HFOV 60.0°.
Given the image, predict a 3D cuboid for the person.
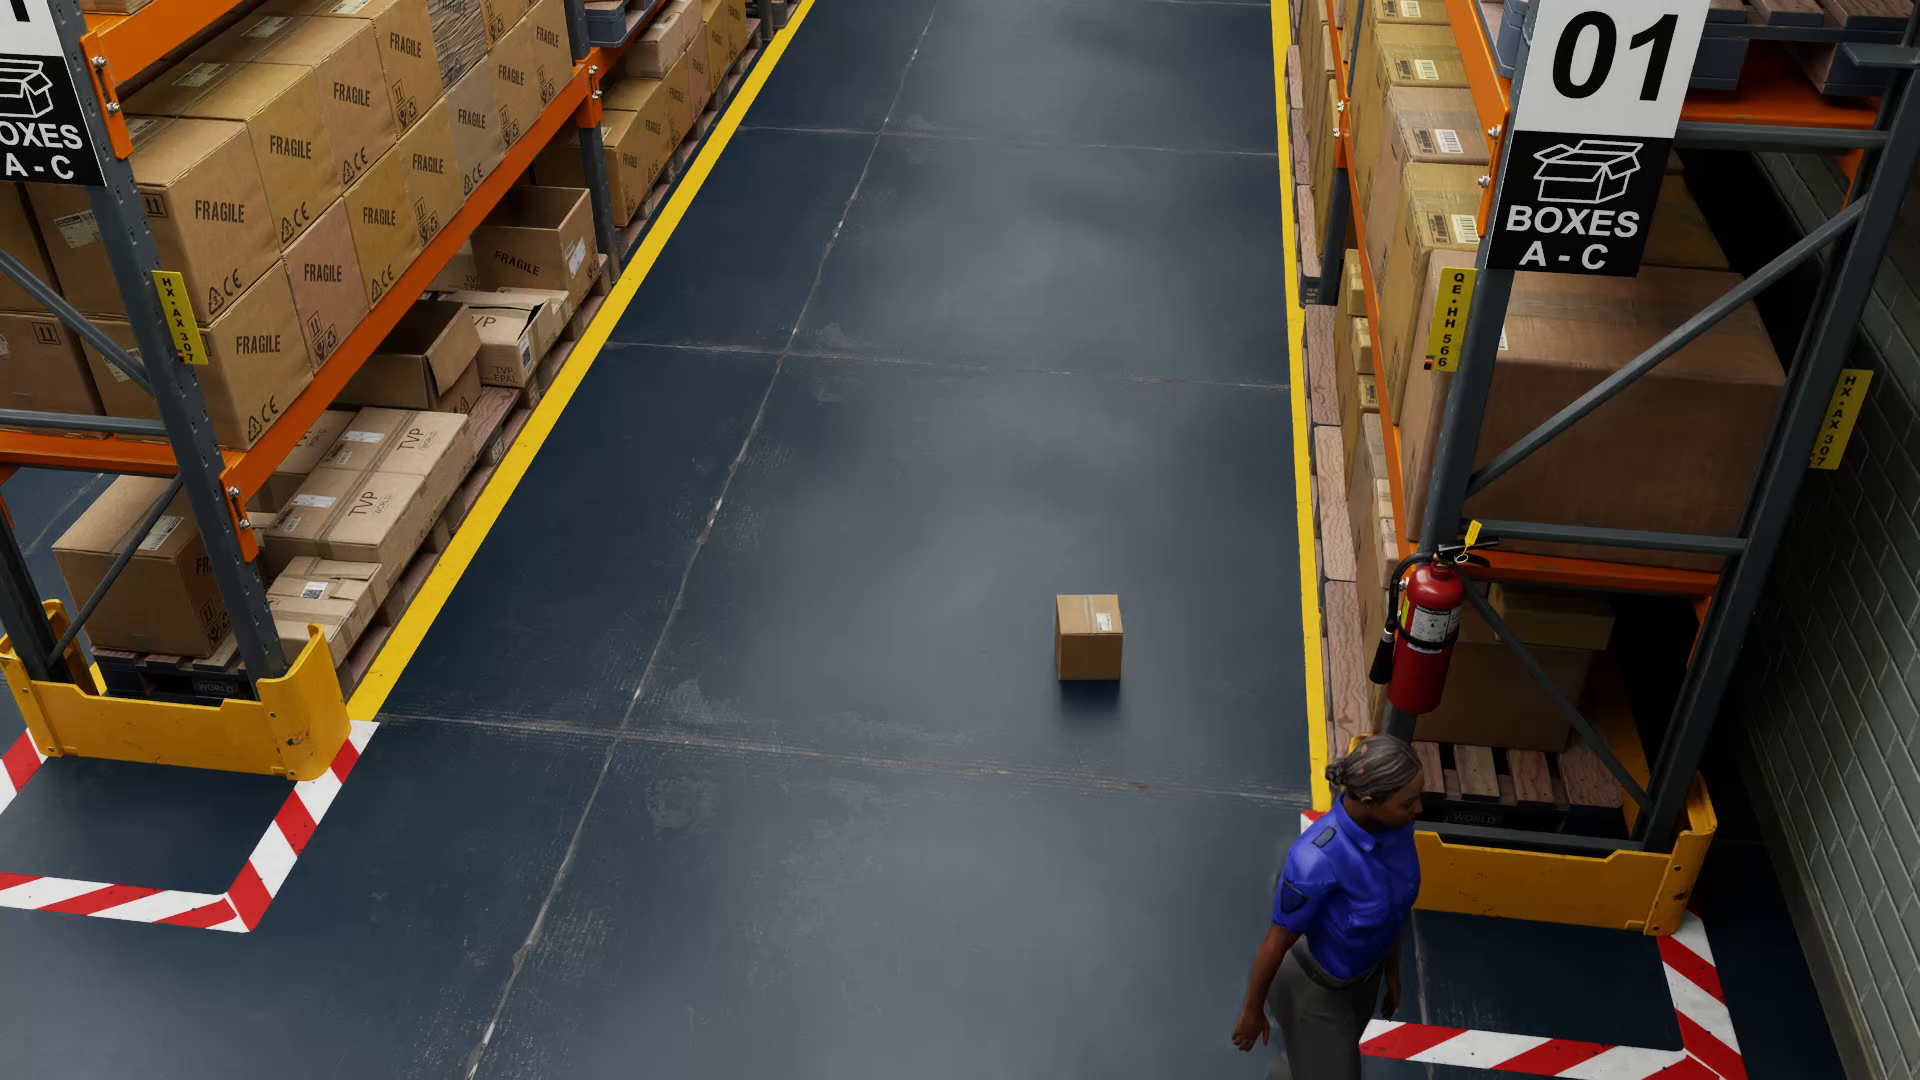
[{"bbox_3d":[1.020,1.234,4.469,0.552,1.674,0.421,-30,46,-34],"label":"person"}]
